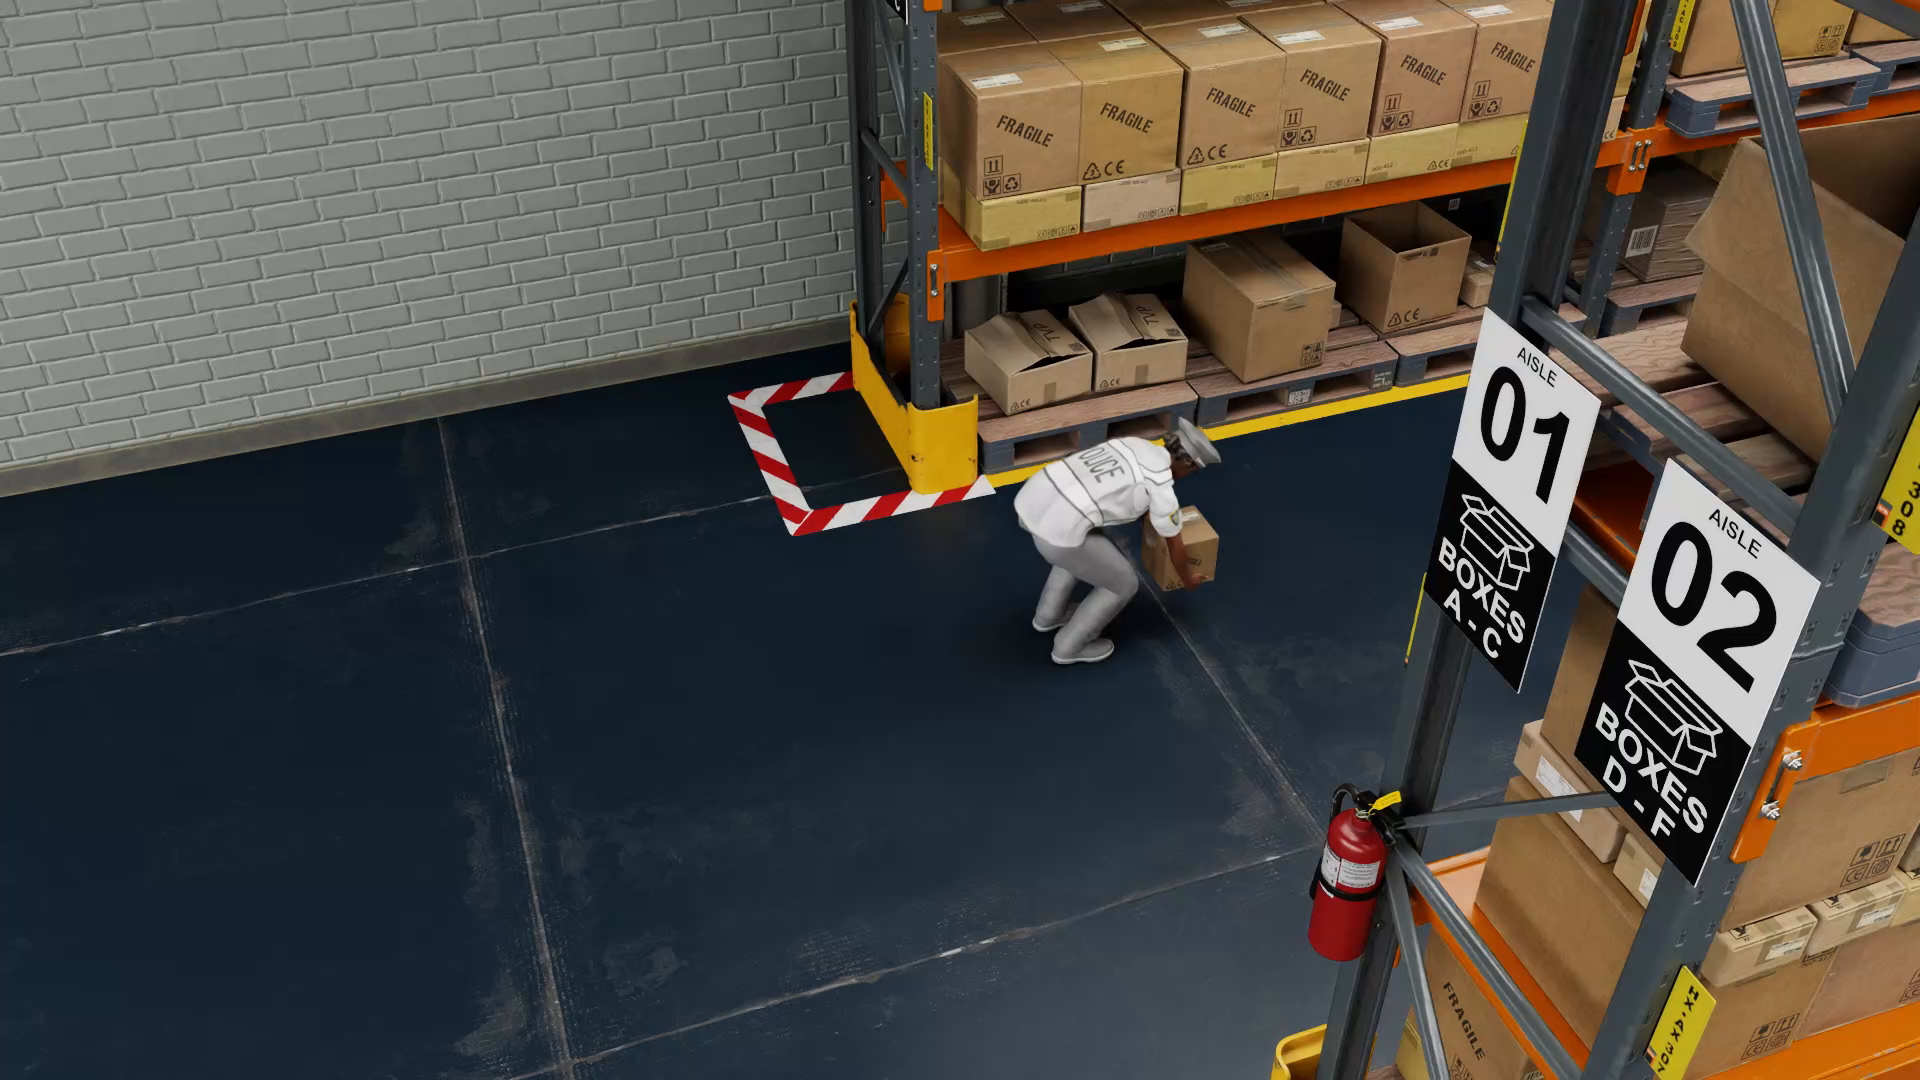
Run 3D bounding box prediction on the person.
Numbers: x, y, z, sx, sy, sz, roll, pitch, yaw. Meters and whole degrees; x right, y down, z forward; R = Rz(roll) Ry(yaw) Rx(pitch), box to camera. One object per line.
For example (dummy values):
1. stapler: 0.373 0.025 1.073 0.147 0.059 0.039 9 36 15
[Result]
1. person: 0.689 -0.004 7.297 0.934 1.041 0.461 -14 40 -17
